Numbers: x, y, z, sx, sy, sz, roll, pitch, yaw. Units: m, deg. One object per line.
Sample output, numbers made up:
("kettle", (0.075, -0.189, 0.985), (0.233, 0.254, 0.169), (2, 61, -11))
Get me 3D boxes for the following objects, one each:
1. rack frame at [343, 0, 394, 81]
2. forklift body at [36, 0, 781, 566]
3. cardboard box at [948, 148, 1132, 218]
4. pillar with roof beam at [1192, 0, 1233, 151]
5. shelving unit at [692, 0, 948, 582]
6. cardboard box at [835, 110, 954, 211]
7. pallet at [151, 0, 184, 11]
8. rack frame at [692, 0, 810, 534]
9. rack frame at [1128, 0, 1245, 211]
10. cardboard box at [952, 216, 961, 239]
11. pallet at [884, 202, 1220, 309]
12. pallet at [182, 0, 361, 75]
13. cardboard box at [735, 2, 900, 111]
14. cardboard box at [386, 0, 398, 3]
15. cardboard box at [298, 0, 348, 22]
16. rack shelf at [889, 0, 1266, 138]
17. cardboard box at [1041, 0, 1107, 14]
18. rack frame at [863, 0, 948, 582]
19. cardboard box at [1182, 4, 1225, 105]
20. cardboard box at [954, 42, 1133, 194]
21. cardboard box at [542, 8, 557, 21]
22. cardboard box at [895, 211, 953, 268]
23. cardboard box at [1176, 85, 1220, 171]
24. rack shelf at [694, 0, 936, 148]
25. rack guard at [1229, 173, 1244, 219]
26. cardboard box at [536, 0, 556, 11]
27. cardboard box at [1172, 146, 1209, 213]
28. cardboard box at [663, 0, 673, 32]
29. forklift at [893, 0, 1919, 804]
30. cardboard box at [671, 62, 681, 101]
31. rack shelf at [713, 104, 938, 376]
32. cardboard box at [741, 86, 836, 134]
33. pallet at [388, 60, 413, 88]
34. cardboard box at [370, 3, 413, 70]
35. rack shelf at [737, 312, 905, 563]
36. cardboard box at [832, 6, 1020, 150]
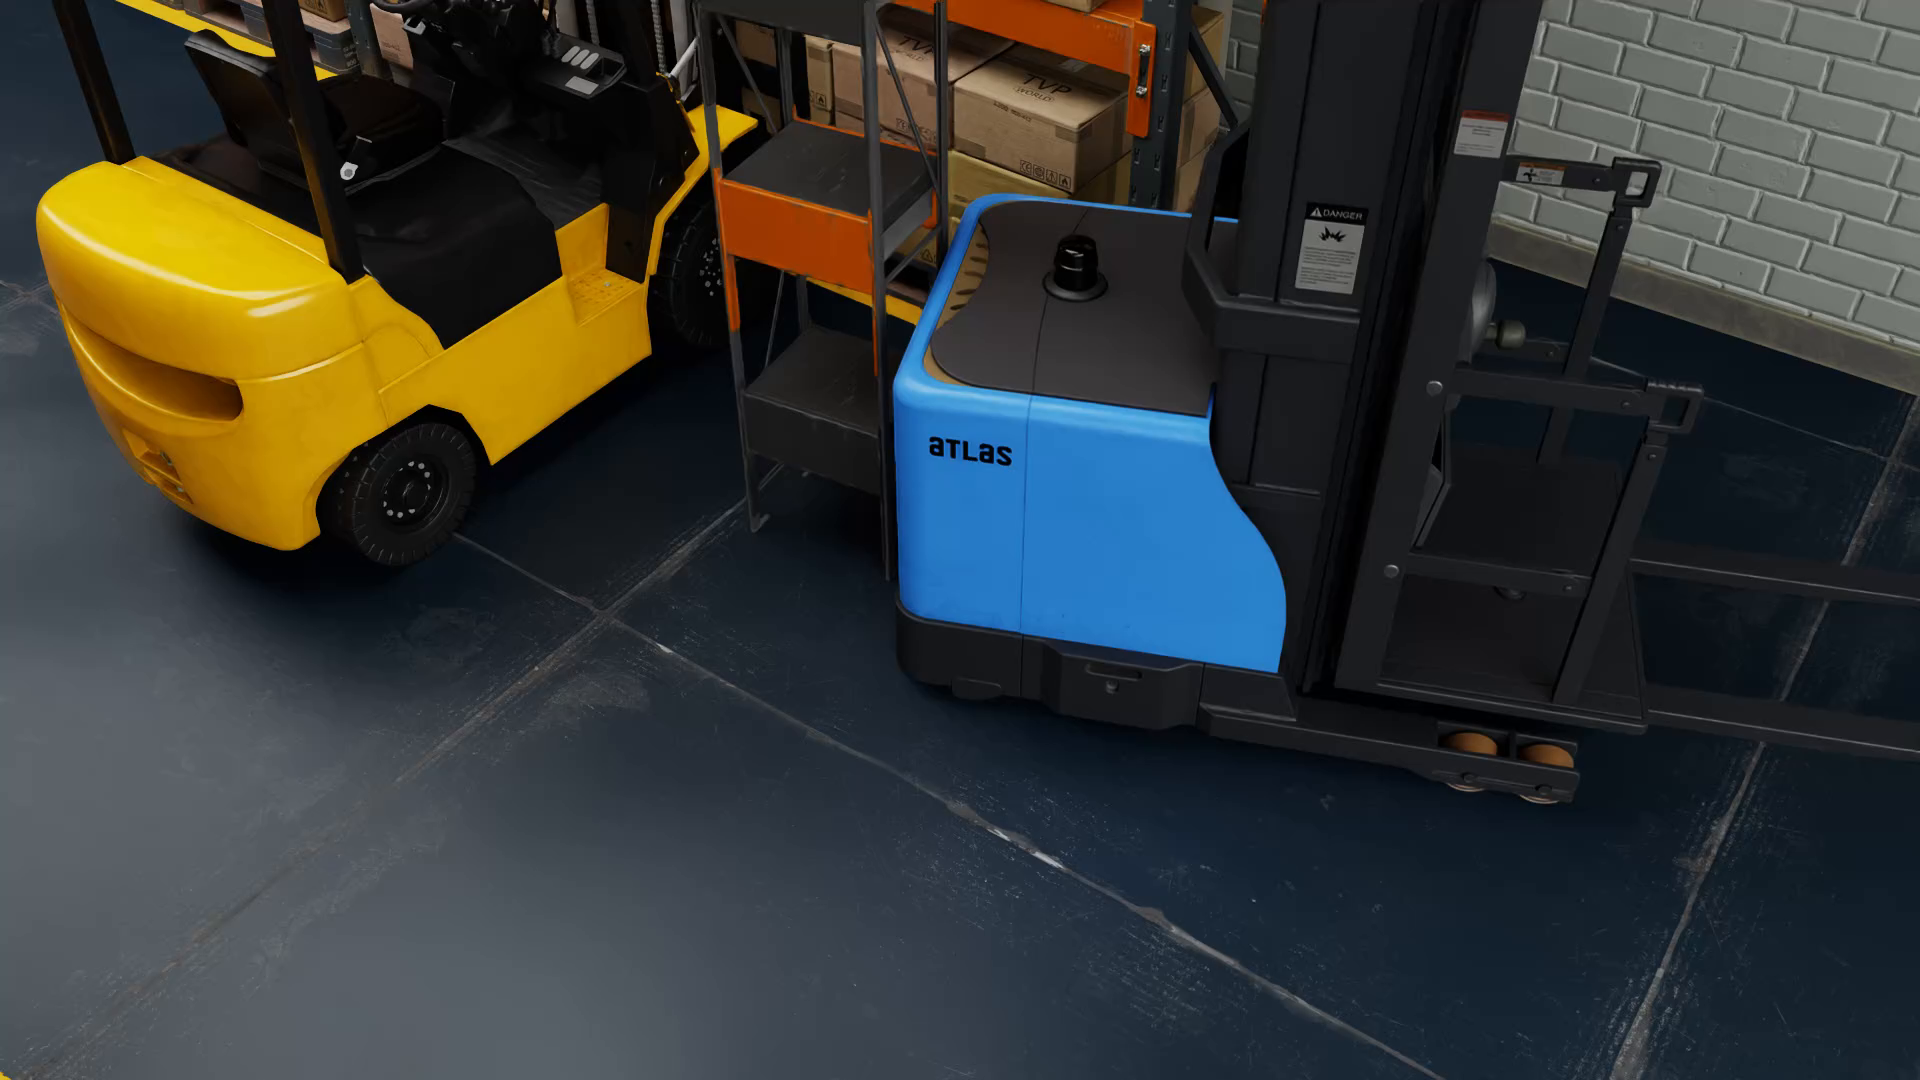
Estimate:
("rack frame", (-2.394, -3.476, 6.886), (0.127, 3.000, 1.000), (25, 48, 25))
("forklift body", (-1.719, -1.359, 5.155), (1.214, 2.155, 2.313), (25, 48, 25))
("cardboard box", (0.303, -1.279, 5.802), (0.500, 0.250, 0.500), (24, 47, 25))
("pillar with roof beam", (-1.643, -2.589, 1.395), (0.400, 9.000, 9.100), (25, 48, 25))
("shelving unit", (-0.348, -0.849, 4.624), (0.503, 2.100, 0.431), (19, 45, 20))
("cardboard box", (-0.101, -1.477, 6.023), (0.500, 0.250, 0.500), (25, 47, 25))
("pallet", (-4.022, -3.165, 8.629), (1.213, 0.211, 1.003), (25, 48, 25))
("rack frame", (-0.565, -0.923, 4.707), (0.015, 2.100, 0.400), (19, 45, 20))
("rack frame", (0.881, -1.945, 5.174), (0.127, 3.000, 1.000), (25, 48, 25))
("cardboard box", (0.315, -1.084, 5.959), (0.500, 0.250, 0.500), (25, 48, 26))
("pallet", (0.231, -1.176, 6.406), (1.213, 0.211, 1.003), (25, 48, 25))
("pallet", (-3.019, -2.698, 8.107), (1.213, 0.211, 1.003), (25, 48, 25))
("cardboard box", (-0.515, -1.835, 6.049), (0.500, 0.250, 0.500), (26, 48, 26))
("cardboard box", (-2.175, -2.441, 7.101), (0.500, 0.250, 0.500), (25, 47, 25))
("cardboard box", (-2.827, -2.942, 7.754), (0.625, 0.625, 0.875), (27, 48, 27))
("rack shelf", (-0.756, -2.443, 6.270), (4.000, 0.370, 1.077), (25, 48, 25))
("cardboard box", (0.328, -2.027, 5.191), (0.500, 0.500, 0.500), (24, 47, 24))
("rack frame", (-0.131, -0.774, 4.541), (0.015, 2.100, 0.400), (19, 45, 20))
("cardboard box", (0.596, -1.737, 5.939), (0.500, 0.250, 0.500), (24, 47, 25))
("cardboard box", (0.325, -1.455, 5.624), (0.500, 0.250, 0.500), (27, 48, 27))
("cardboard box", (-1.356, -2.050, 6.664), (0.500, 0.250, 0.500), (25, 47, 25))
("cardboard box", (-0.087, -1.280, 6.178), (0.500, 0.250, 0.500), (25, 48, 25))
("cardboard box", (0.616, -1.556, 6.112), (0.500, 0.250, 0.500), (26, 48, 26))
("rack shelf", (-0.348, -1.360, 4.166), (0.480, 0.518, 0.431), (19, 45, 20))
("rack guard", (0.901, -1.004, 5.997), (0.348, 0.500, 1.175), (25, 48, 25))
("cardboard box", (-1.351, -2.239, 6.500), (0.500, 0.250, 0.500), (27, 48, 27))
("cardboard box", (0.591, -1.372, 6.280), (0.500, 0.250, 0.500), (25, 48, 25))
("cardboard box", (-0.926, -2.034, 6.270), (0.500, 0.250, 0.500), (24, 47, 25))
("forklift", (1.390, -0.776, 3.919), (3.031, 2.935, 1.130), (8, 42, 9))
("cardboard box", (-0.944, -1.856, 6.447), (0.500, 0.250, 0.500), (25, 47, 25))
("rack shelf", (-0.348, -0.838, 4.633), (0.480, 0.518, 0.431), (19, 45, 20))
("cardboard box", (-0.536, -1.663, 6.231), (0.500, 0.250, 0.500), (24, 47, 24))
("pallet", (-1.767, -2.110, 7.450), (1.213, 0.211, 1.003), (25, 48, 25))
("cardboard box", (-2.188, -2.242, 7.254), (0.500, 0.250, 0.500), (26, 48, 26))
("rack shelf", (-0.348, -0.317, 5.100), (0.480, 0.518, 0.431), (19, 45, 20))
("cardboard box", (-0.096, -1.648, 5.839), (0.500, 0.250, 0.500), (26, 48, 26))
